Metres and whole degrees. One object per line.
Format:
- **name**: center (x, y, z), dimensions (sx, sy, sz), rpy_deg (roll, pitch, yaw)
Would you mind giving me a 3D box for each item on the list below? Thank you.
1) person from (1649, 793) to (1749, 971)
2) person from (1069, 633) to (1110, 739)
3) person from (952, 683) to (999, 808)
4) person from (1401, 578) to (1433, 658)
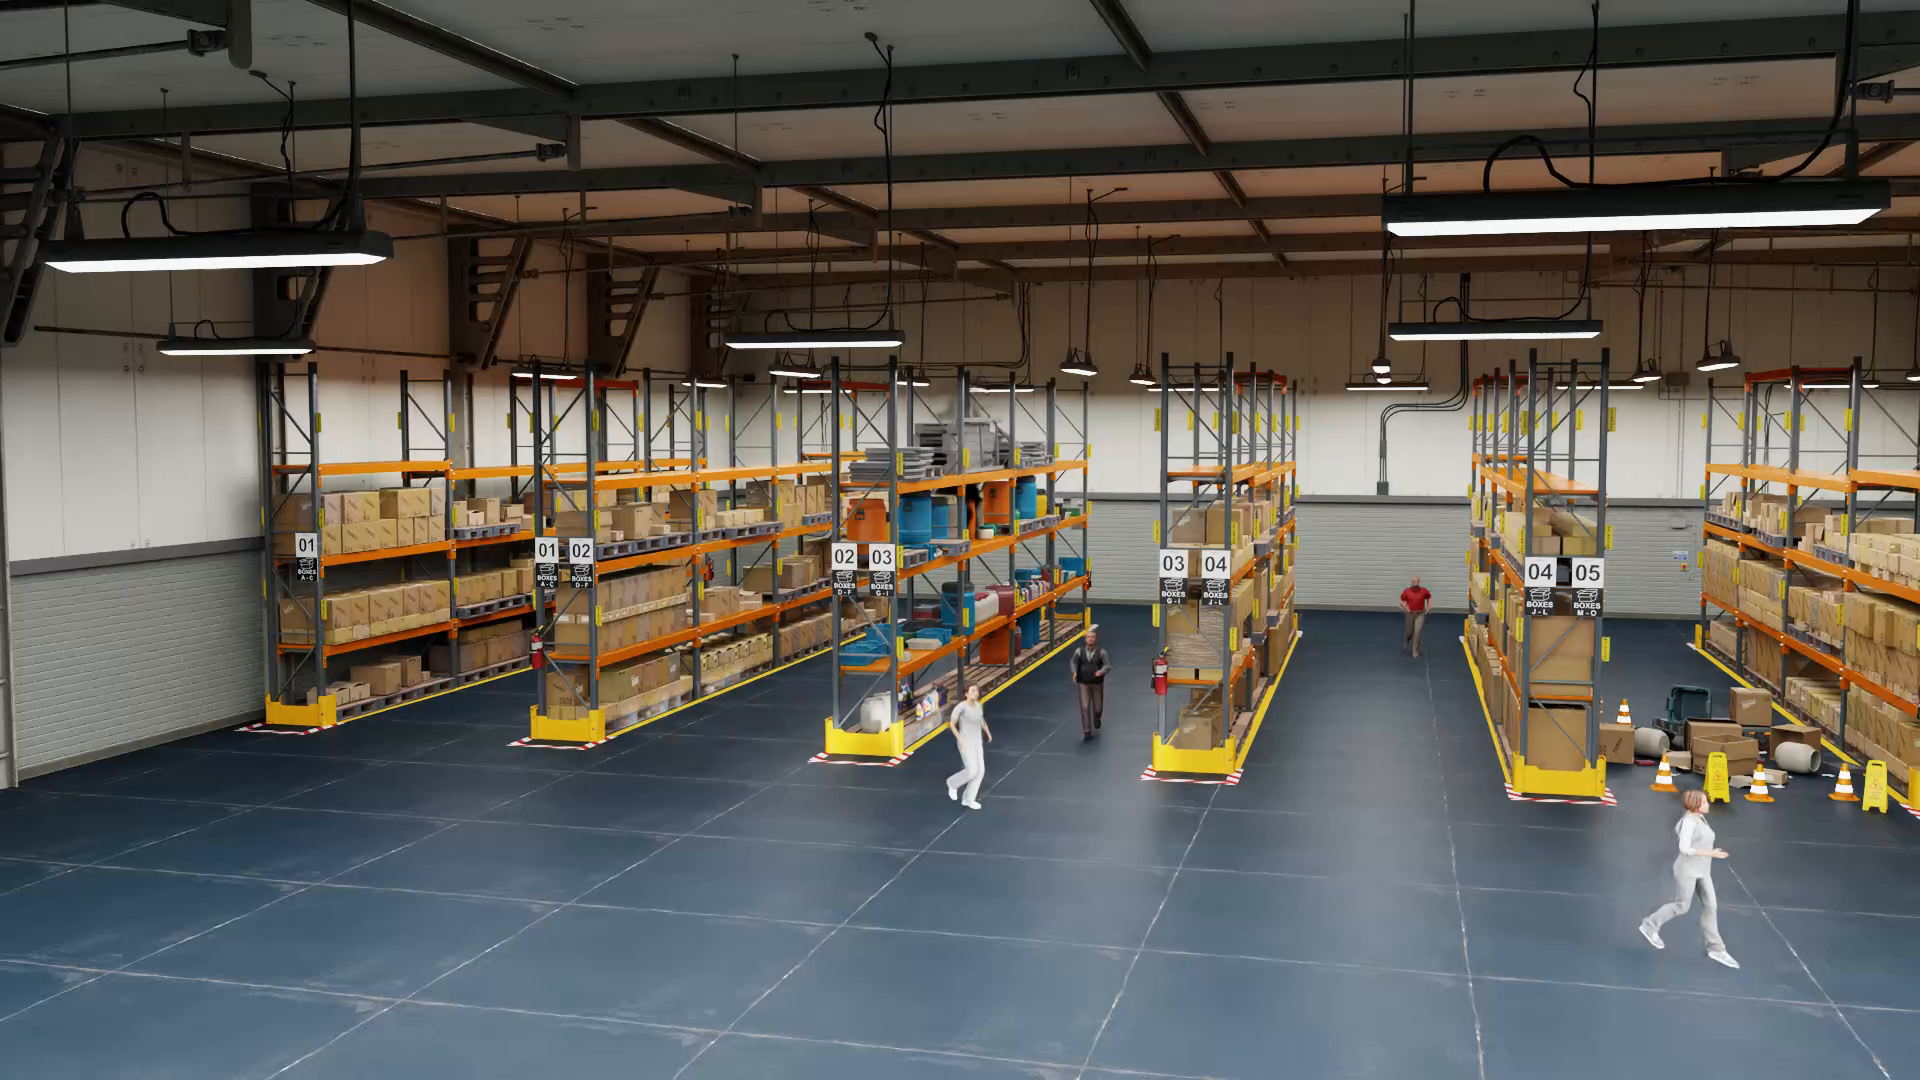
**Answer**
- **person**: center (6.839, 3.117, 15.356), dimensions (0.885, 1.592, 0.545), rpy_deg (4, 6, 44)
- **person**: center (2.055, 2.309, 26.399), dimensions (0.659, 1.673, 0.574), rpy_deg (0, 4, 6)
- **person**: center (0.225, 2.666, 21.609), dimensions (0.549, 1.638, 0.576), rpy_deg (4, 6, 45)
- **person**: center (9.820, 1.658, 35.766), dimensions (0.661, 1.699, 0.673), rpy_deg (1, 4, 16)
